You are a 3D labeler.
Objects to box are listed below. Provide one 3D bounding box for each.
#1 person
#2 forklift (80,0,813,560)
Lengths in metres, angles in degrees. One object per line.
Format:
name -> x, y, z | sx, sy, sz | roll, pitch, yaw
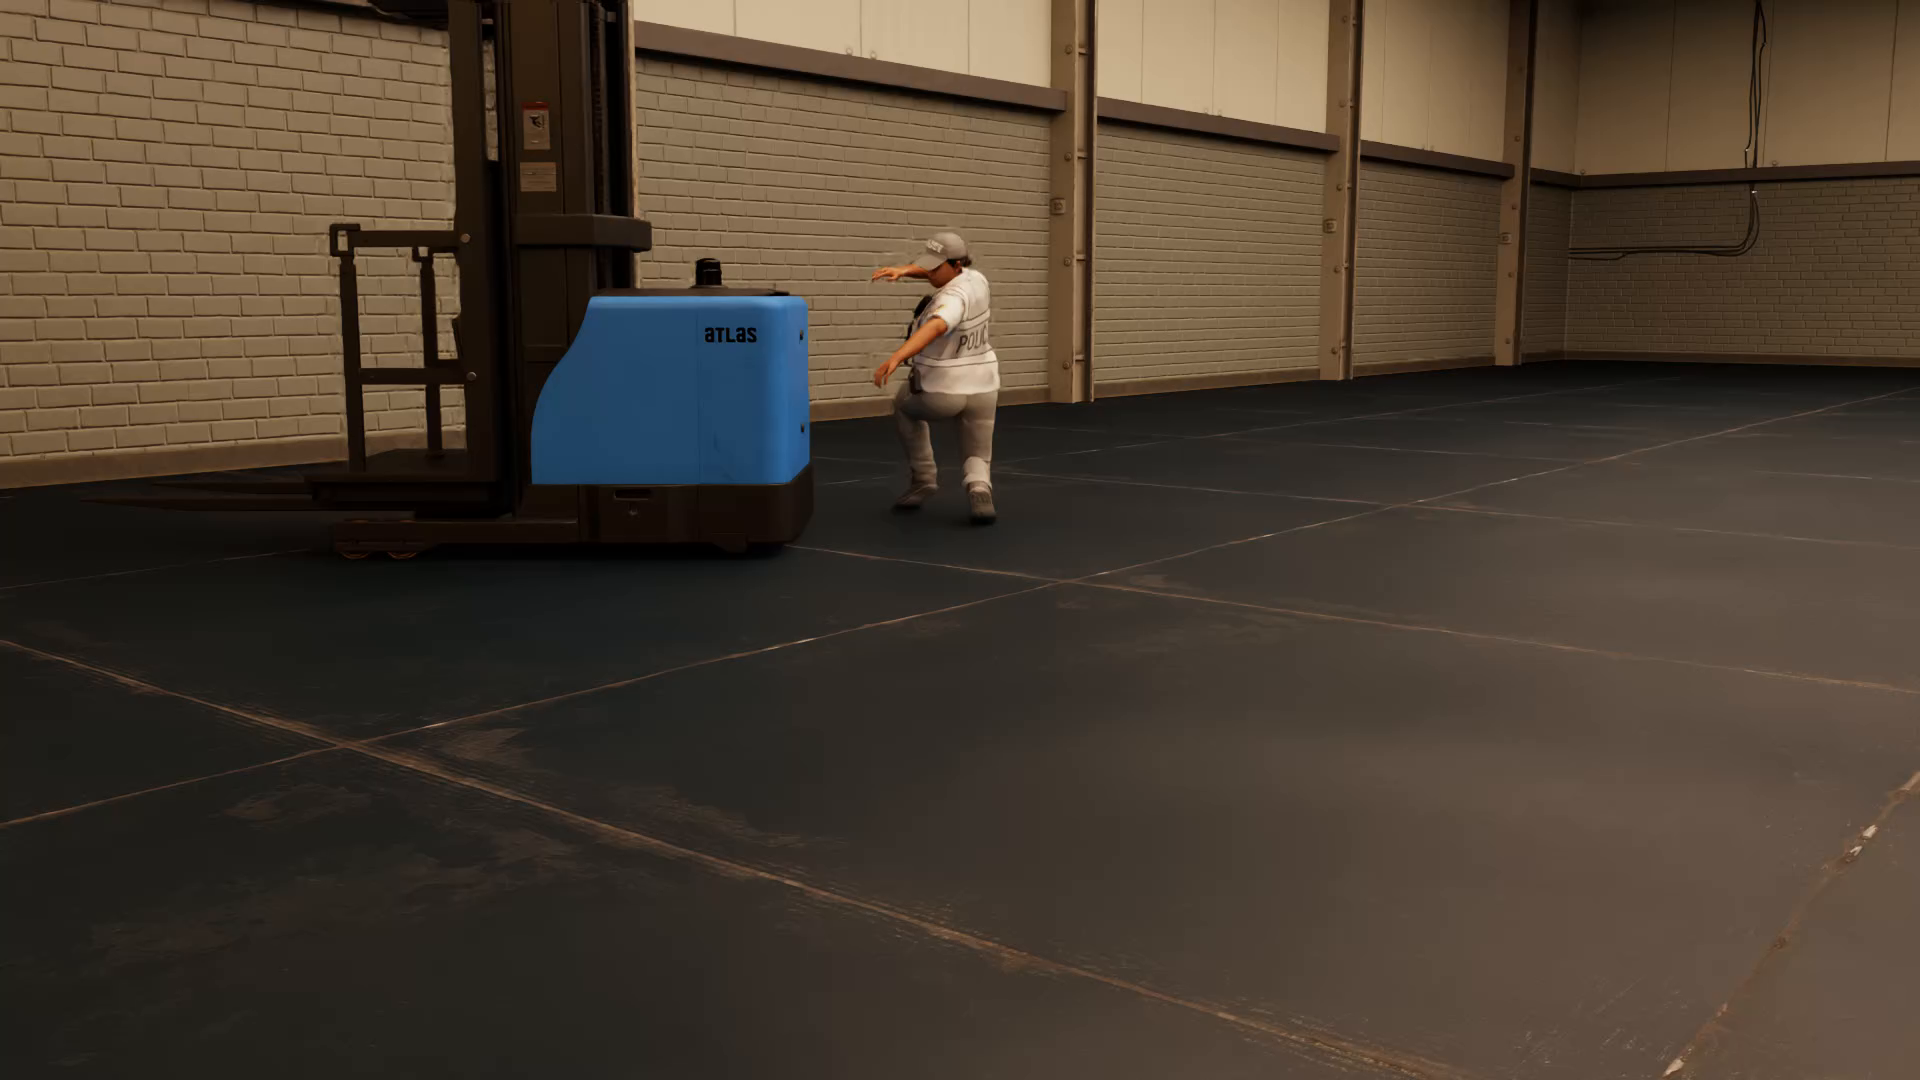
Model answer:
person -> -0.206, -0.784, 8.053 | 0.852, 1.387, 0.950 | -5, 10, -32
forklift -> -2.205, -1.446, 7.162 | 3.031, 2.935, 1.130 | 0, 8, 1
